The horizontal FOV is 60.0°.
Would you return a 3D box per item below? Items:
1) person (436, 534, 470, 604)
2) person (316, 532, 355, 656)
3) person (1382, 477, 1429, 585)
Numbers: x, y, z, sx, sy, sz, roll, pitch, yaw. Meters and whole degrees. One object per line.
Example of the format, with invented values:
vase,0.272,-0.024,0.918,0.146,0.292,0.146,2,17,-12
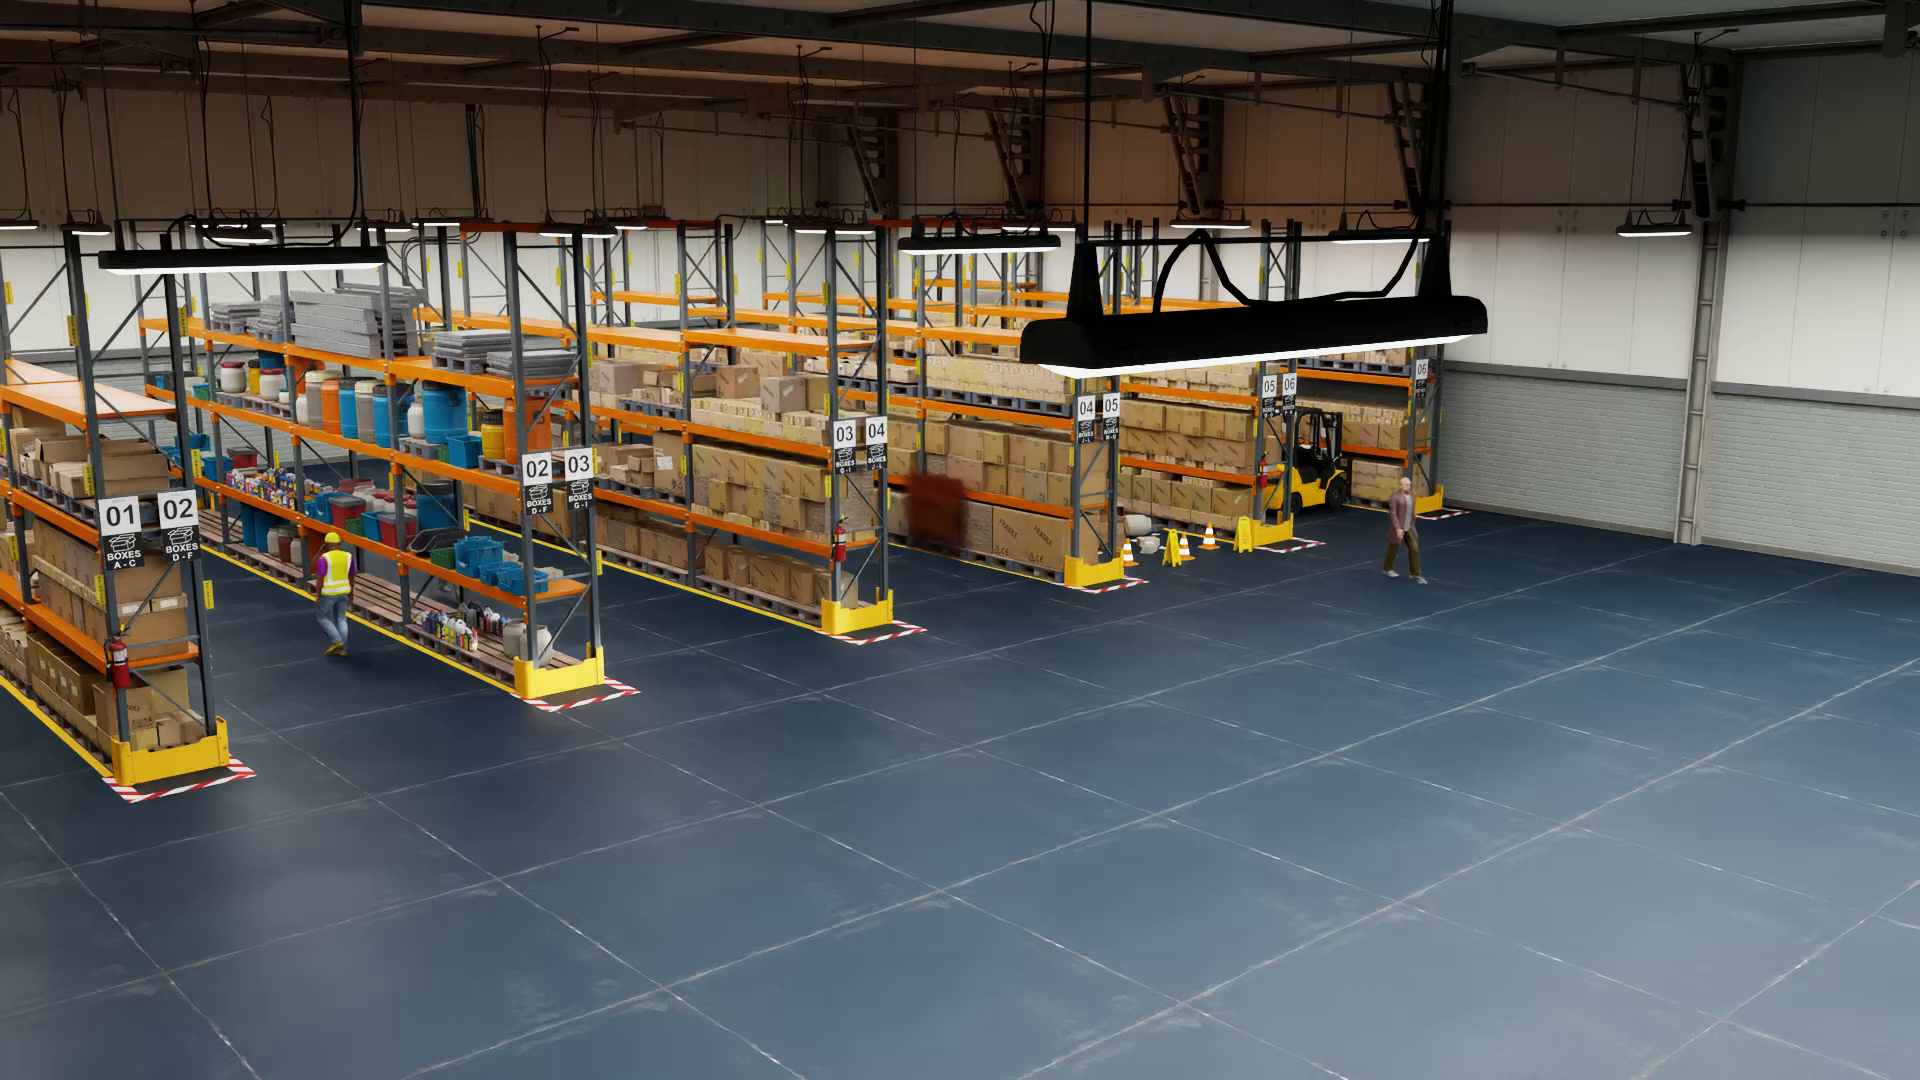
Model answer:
person,-8.198,0.124,26.808,1.031,1.732,0.619,8,14,33
person,-8.840,0.769,23.566,0.482,1.761,0.617,10,15,39
person,7.573,-0.171,28.313,0.622,1.804,0.868,-4,12,-19
